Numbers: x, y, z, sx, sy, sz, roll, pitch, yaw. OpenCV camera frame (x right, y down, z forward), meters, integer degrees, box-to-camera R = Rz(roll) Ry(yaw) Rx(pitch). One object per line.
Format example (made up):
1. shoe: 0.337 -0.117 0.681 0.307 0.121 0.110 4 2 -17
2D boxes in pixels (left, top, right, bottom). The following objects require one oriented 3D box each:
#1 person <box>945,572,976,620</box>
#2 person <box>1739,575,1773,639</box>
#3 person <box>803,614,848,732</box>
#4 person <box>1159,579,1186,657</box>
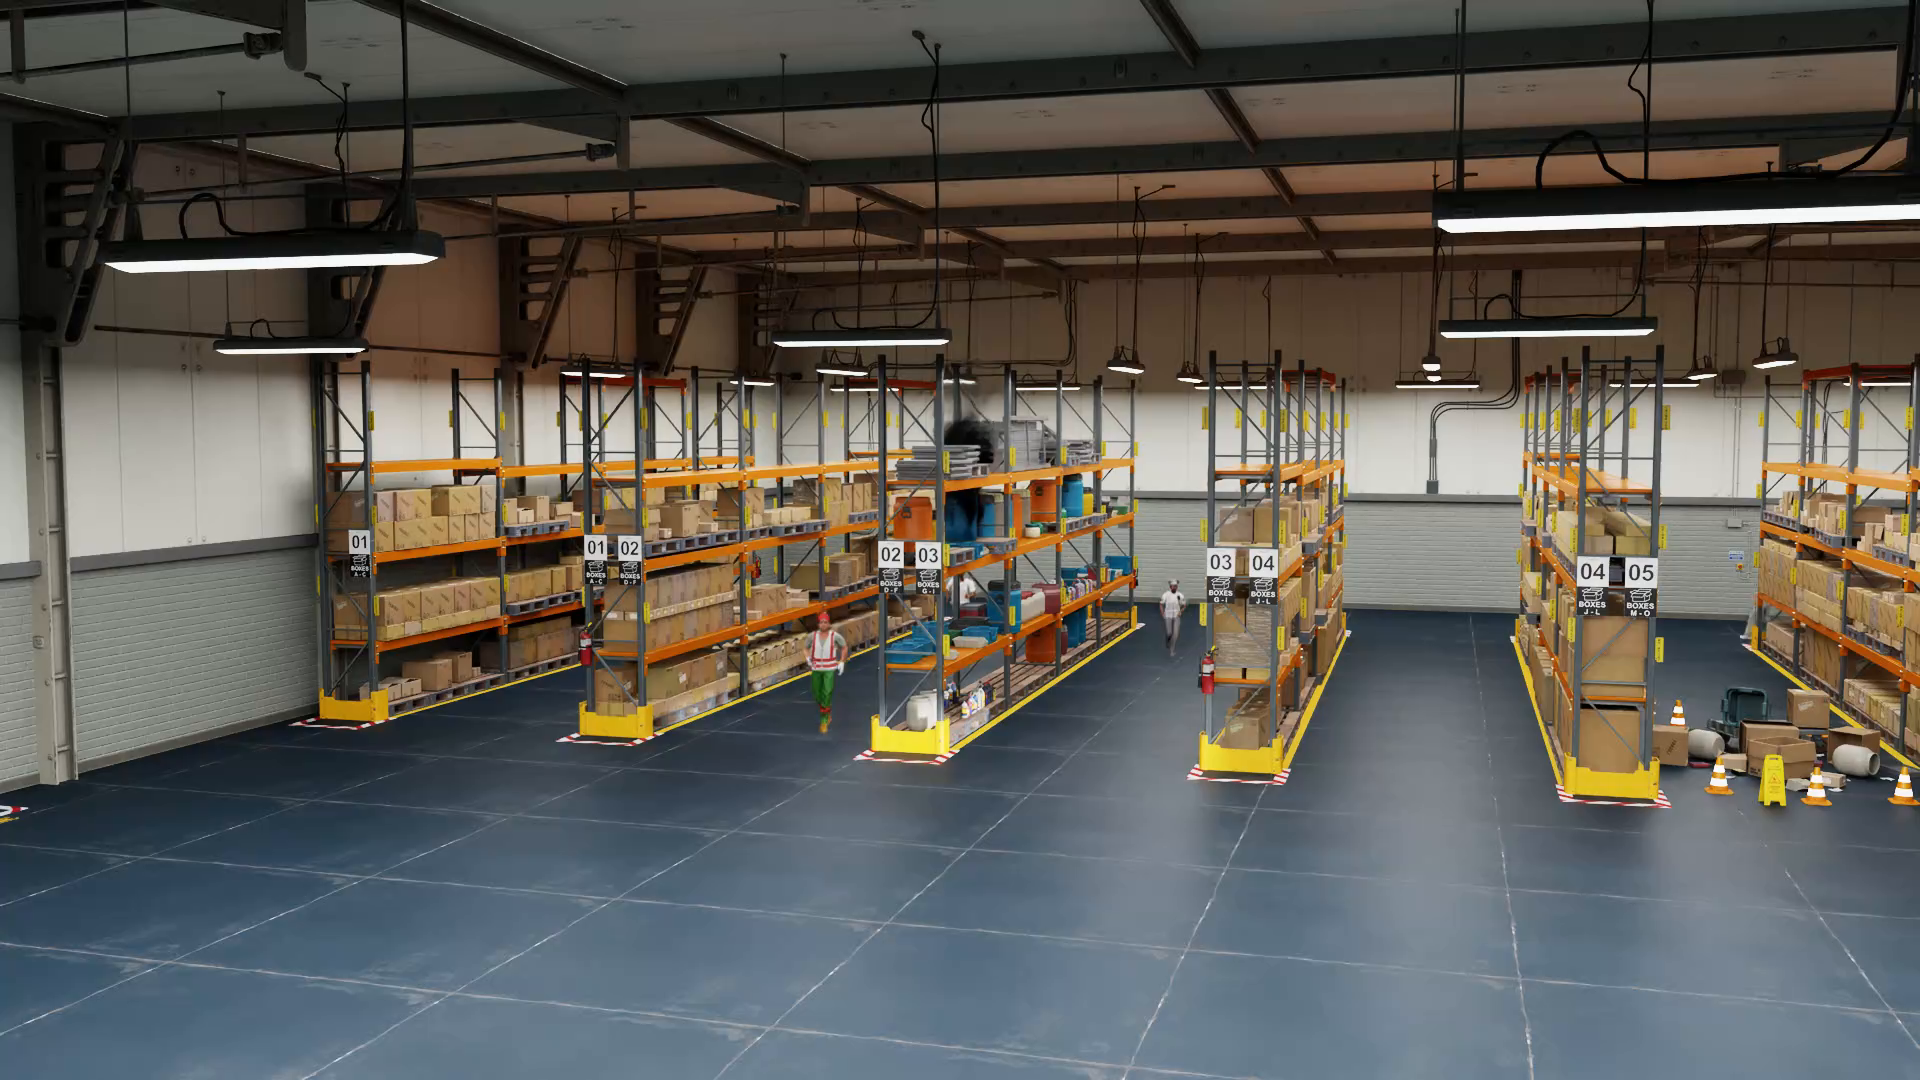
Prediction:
1. person: 0.001 1.459 37.459 0.714 1.740 0.856 0 4 6
2. person: 18.128 1.464 37.682 0.935 1.628 0.620 3 5 40
3. person: -2.090 2.017 25.555 0.698 1.786 0.694 1 4 8
4. person: 4.532 1.654 35.396 0.575 1.657 0.559 0 4 4
